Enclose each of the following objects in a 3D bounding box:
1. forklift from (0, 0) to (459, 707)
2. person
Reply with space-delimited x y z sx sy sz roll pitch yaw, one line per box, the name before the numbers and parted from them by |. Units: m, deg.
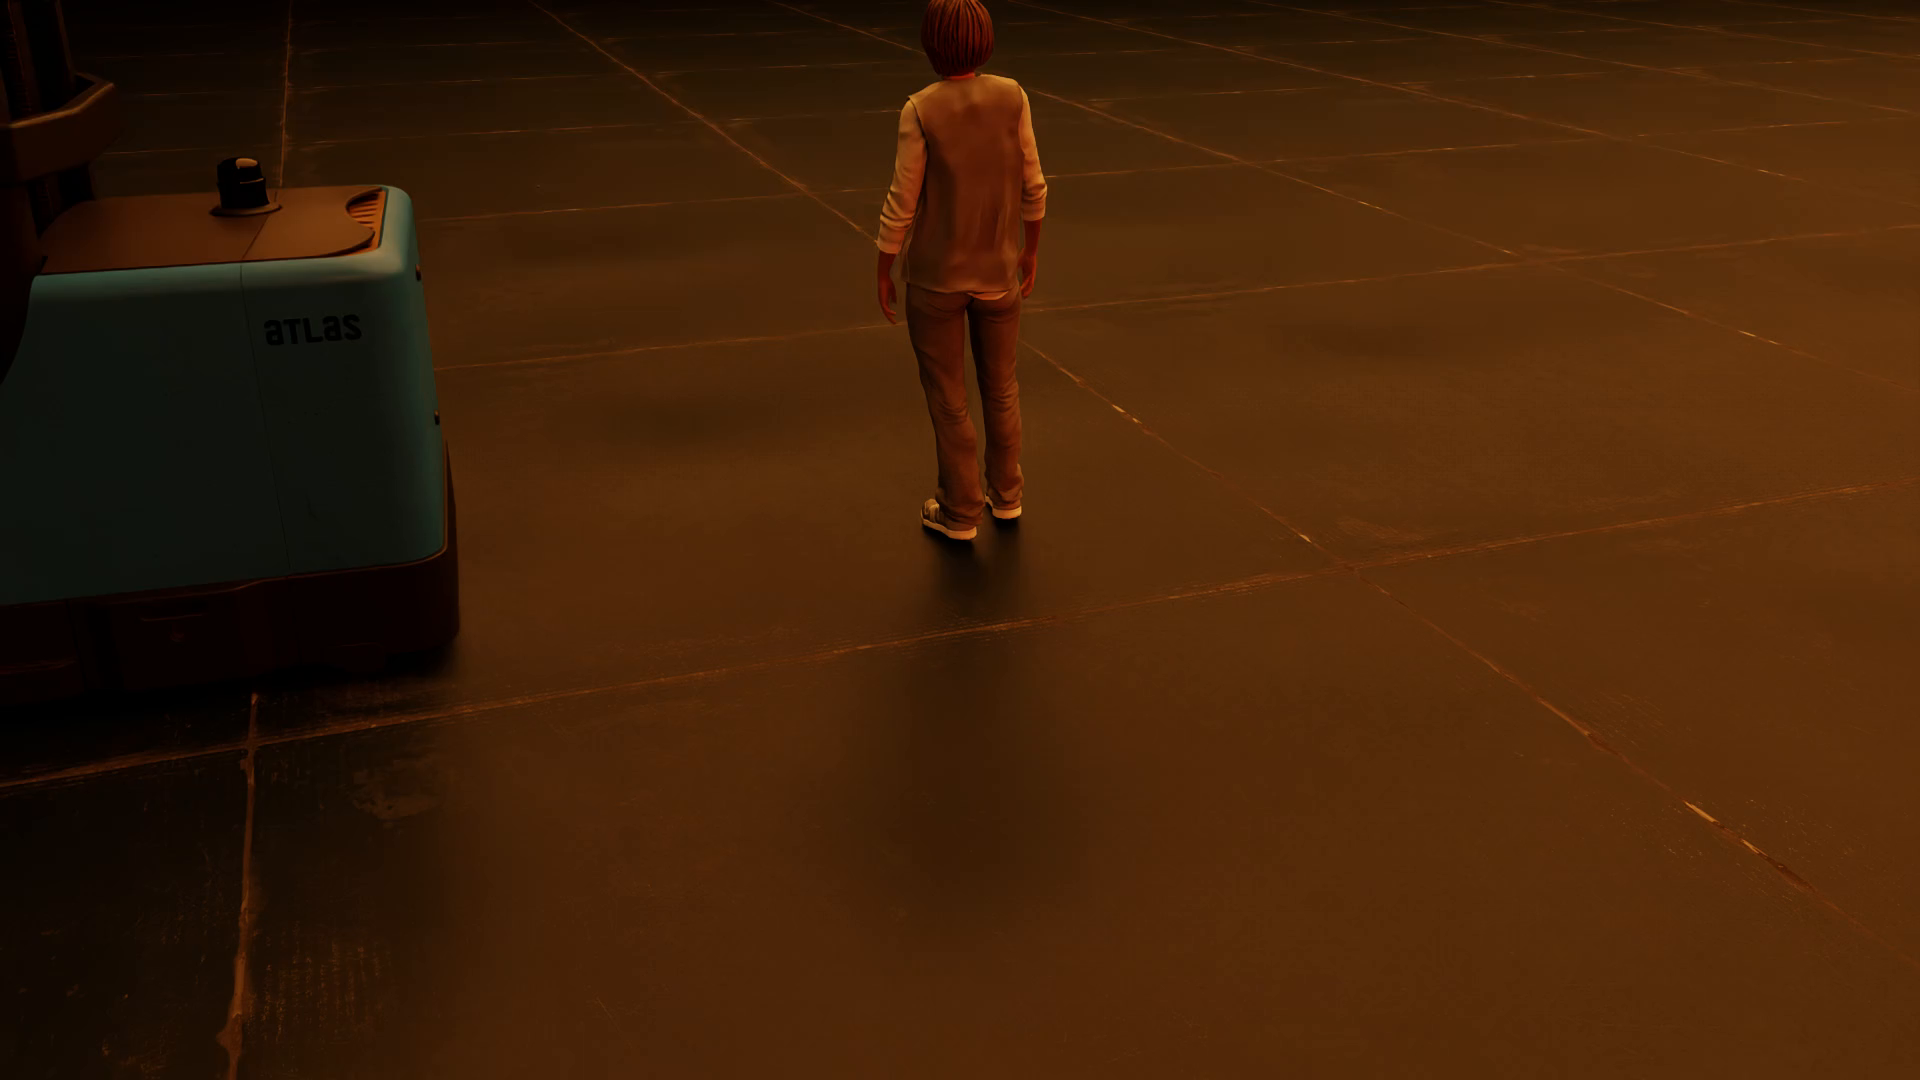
forklift | -2.880 -1.045 3.784 3.031 2.935 1.130 -6 24 -15
person | -0.012 -0.771 4.835 0.521 1.596 0.475 -8 24 -18
